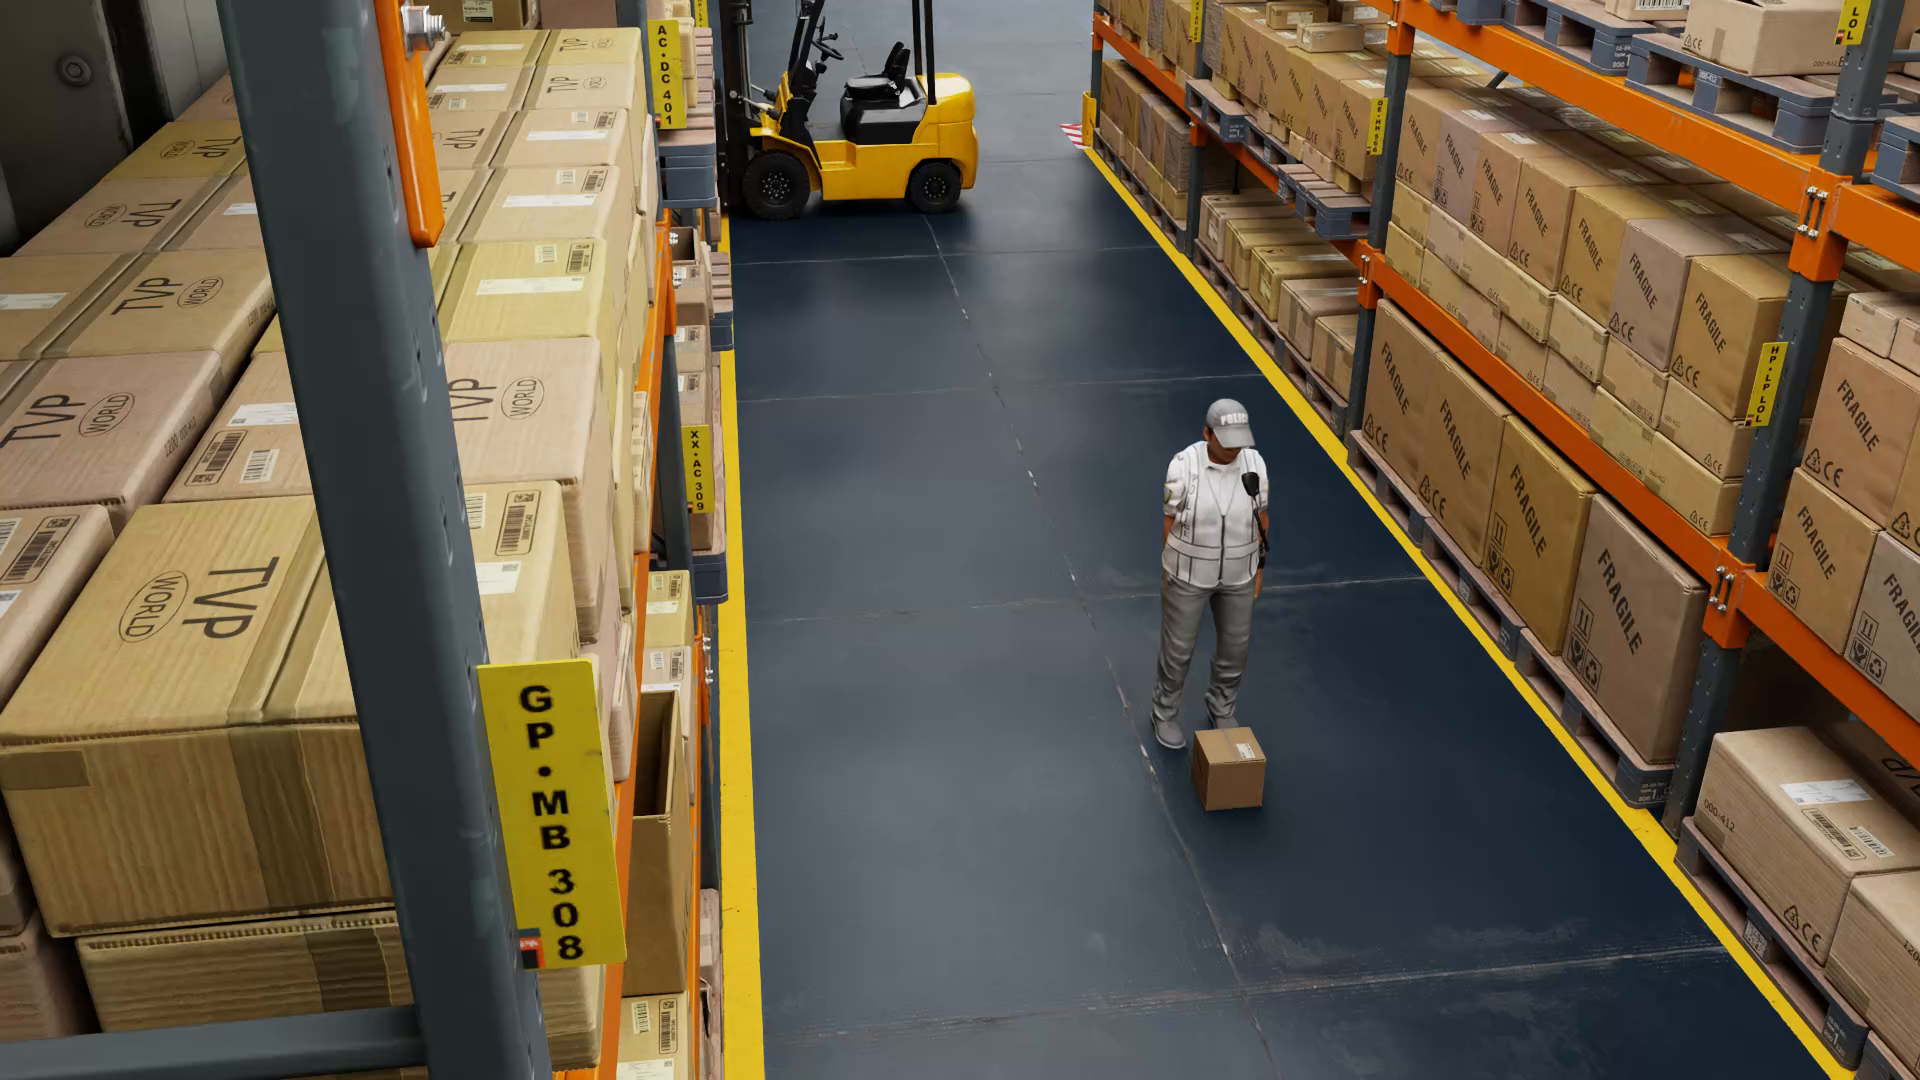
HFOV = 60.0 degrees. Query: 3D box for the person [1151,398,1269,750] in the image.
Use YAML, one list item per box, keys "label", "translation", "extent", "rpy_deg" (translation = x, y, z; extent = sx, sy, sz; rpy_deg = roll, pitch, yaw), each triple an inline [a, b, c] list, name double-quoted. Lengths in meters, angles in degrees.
- label: "person"
  translation: [1.120, 0.153, 7.332]
  extent: [0.469, 1.659, 0.390]
  rpy_deg: [-3, 27, -6]
